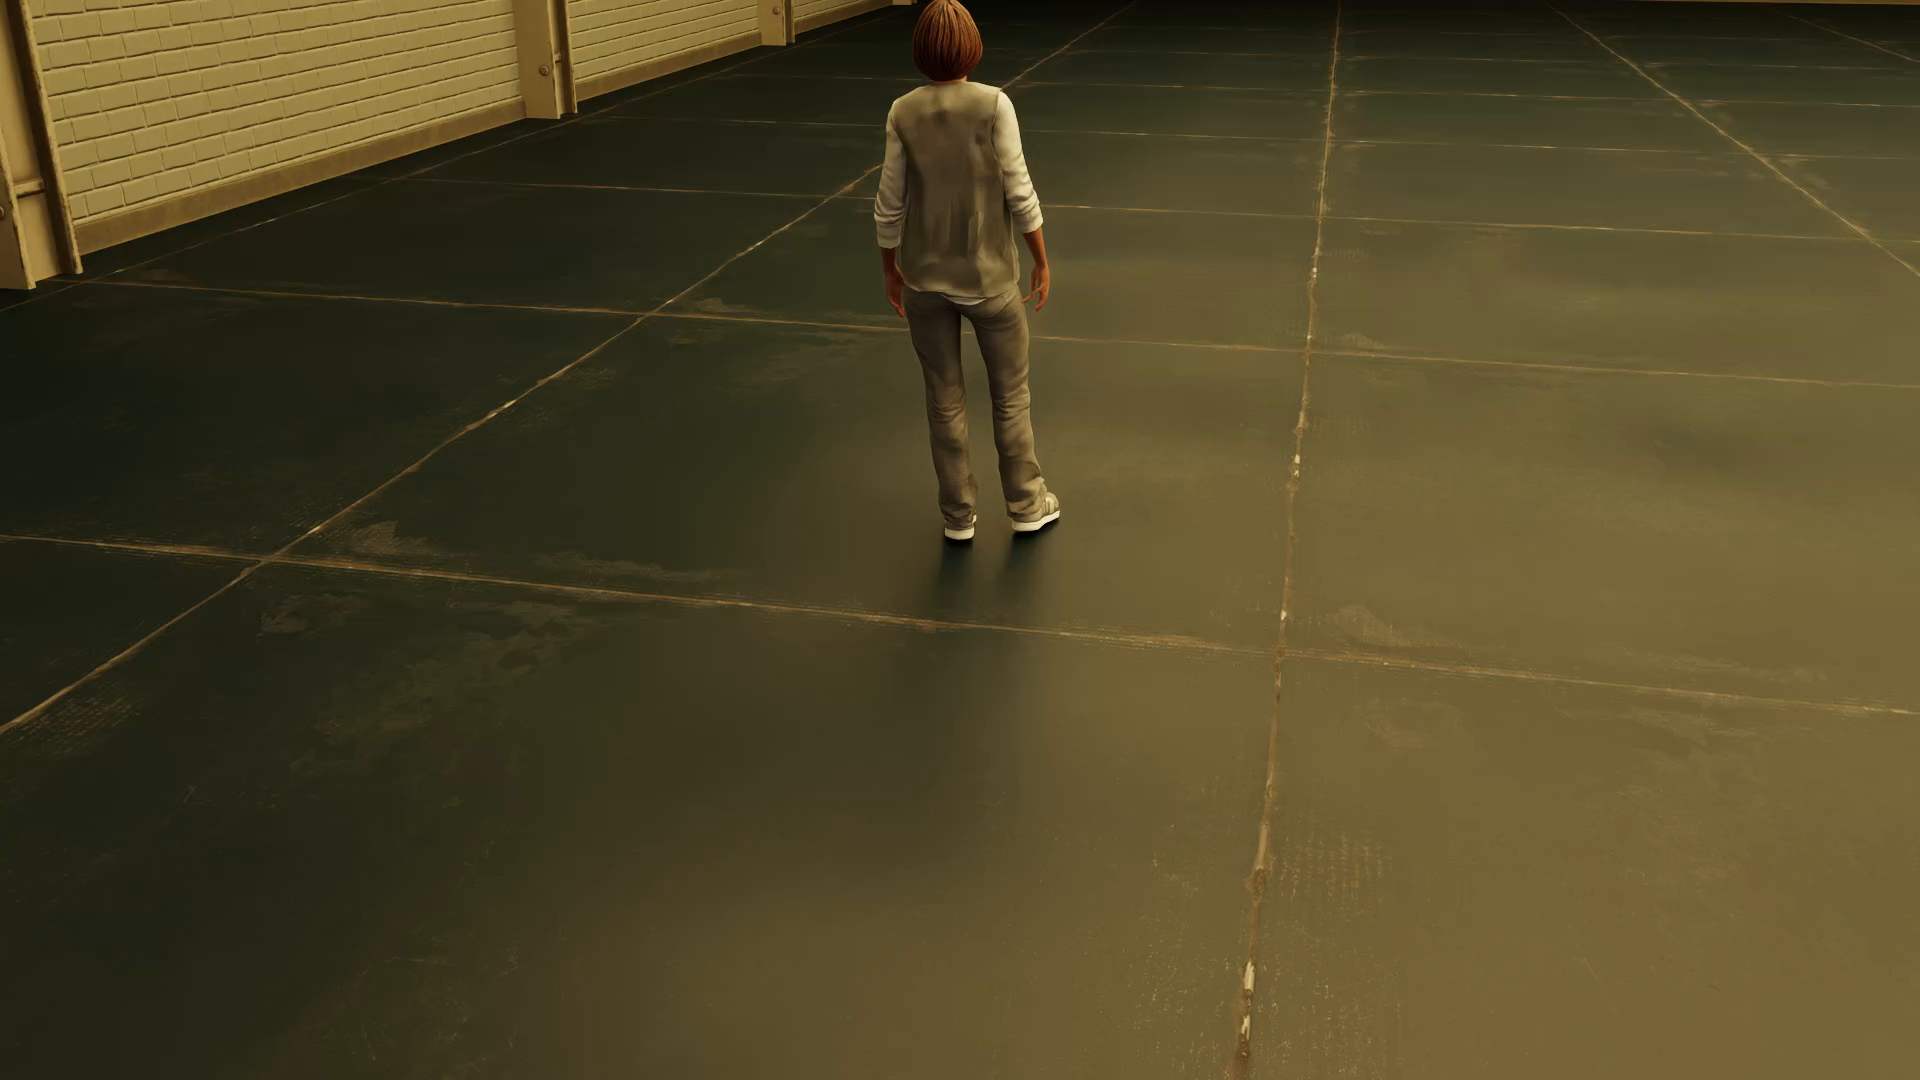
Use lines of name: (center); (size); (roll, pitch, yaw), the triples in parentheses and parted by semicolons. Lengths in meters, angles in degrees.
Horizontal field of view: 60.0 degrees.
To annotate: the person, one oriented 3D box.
person: (0.030, -0.772, 4.908); (0.520, 1.597, 0.475); (5, 23, 11)
